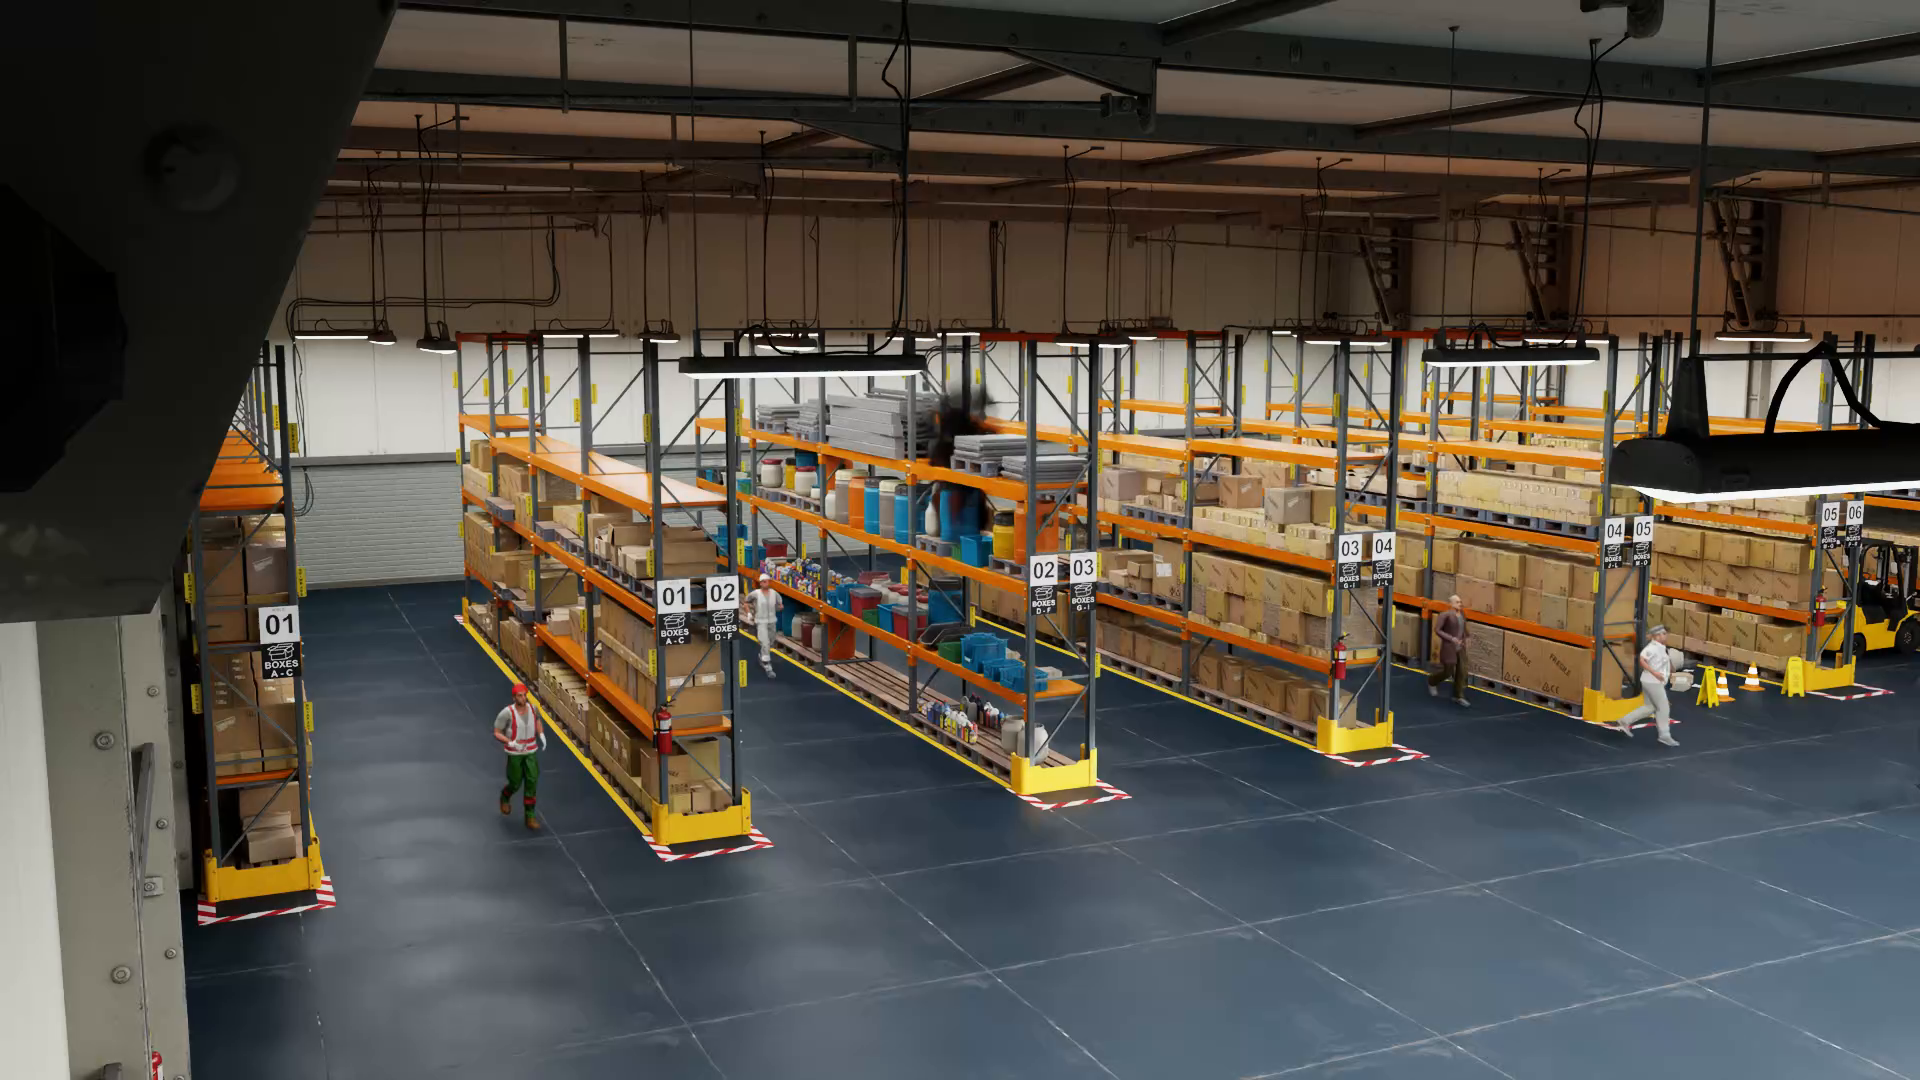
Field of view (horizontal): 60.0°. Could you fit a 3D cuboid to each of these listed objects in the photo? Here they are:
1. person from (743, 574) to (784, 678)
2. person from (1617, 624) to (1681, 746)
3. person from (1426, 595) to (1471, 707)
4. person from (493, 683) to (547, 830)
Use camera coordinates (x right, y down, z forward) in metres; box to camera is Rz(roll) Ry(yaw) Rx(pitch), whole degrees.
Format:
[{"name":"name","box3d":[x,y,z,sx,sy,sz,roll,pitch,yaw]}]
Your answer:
[{"name":"person","box3d":[-3.422,1.472,29.293,0.659,1.773,1.003,-4,9,-30]},{"name":"person","box3d":[10.376,2.134,24.868,0.850,1.784,0.677,3,8,24]},{"name":"person","box3d":[8.080,1.788,27.281,0.736,1.789,0.841,-4,9,-27]},{"name":"person","box3d":[-5.491,2.661,20.773,0.686,1.792,0.839,-6,10,-39]}]
